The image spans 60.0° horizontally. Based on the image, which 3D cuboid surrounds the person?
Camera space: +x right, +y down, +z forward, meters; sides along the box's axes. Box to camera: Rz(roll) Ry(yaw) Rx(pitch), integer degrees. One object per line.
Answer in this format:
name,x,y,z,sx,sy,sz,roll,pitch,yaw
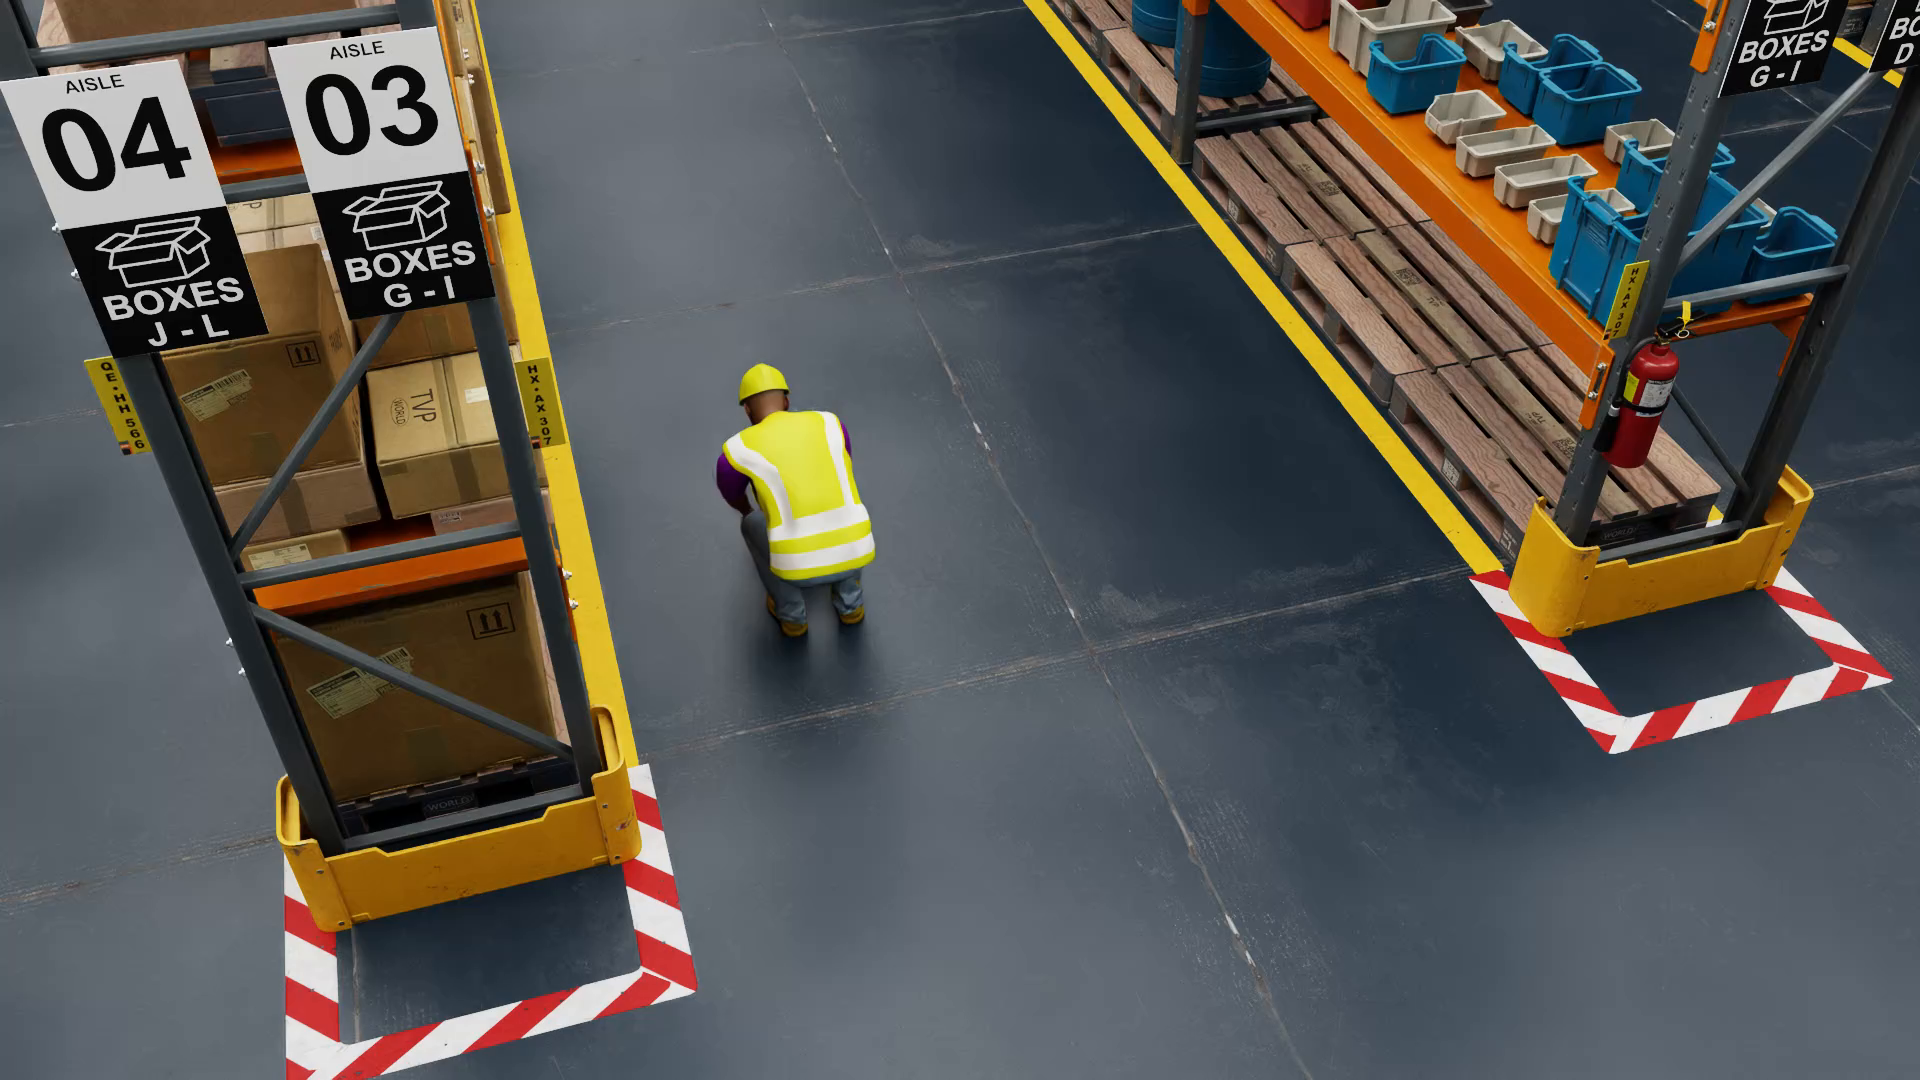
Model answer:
person,-0.687,-0.152,6.889,0.585,1.000,0.901,-12,43,-13
